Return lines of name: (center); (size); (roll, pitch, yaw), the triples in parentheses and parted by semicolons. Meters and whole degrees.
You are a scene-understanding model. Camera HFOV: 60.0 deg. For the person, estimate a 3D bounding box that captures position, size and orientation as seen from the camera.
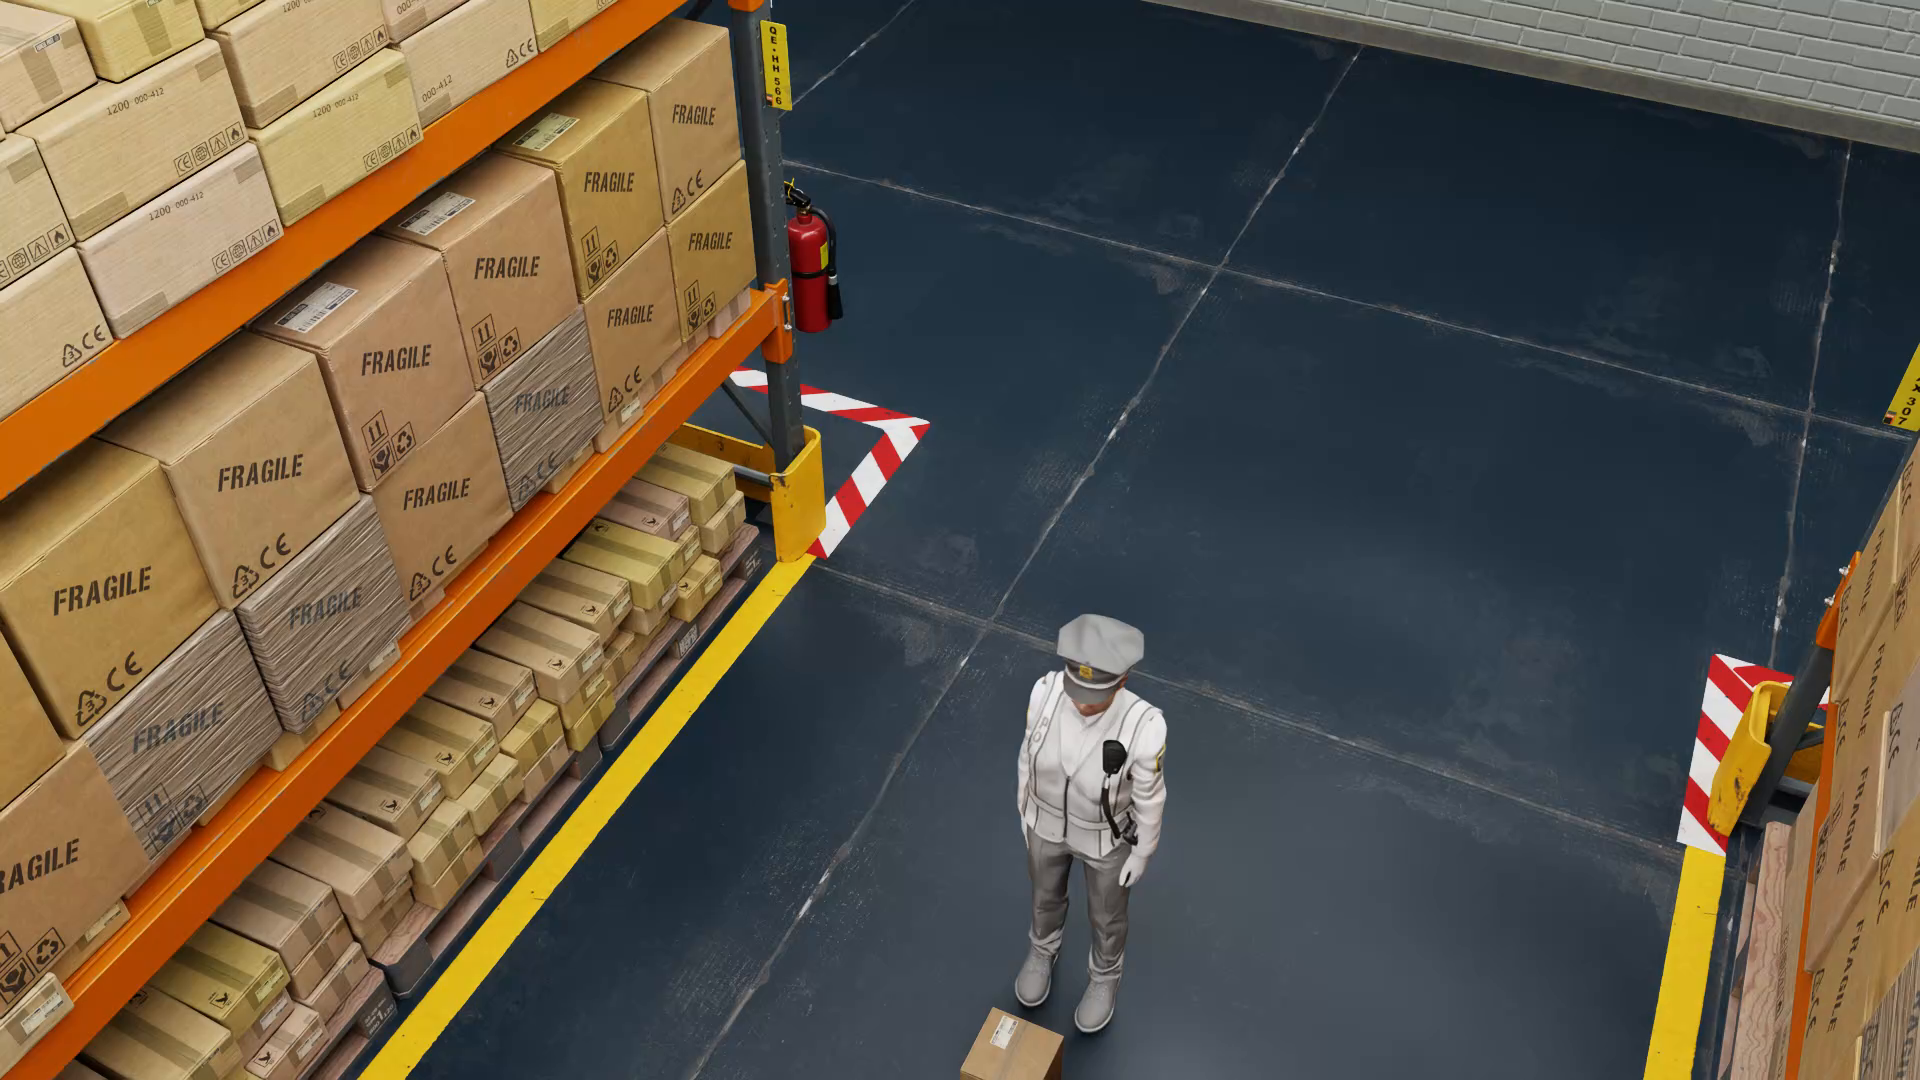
person: (0.379, 0.902, 5.156); (0.474, 1.672, 0.329); (19, 45, 19)
